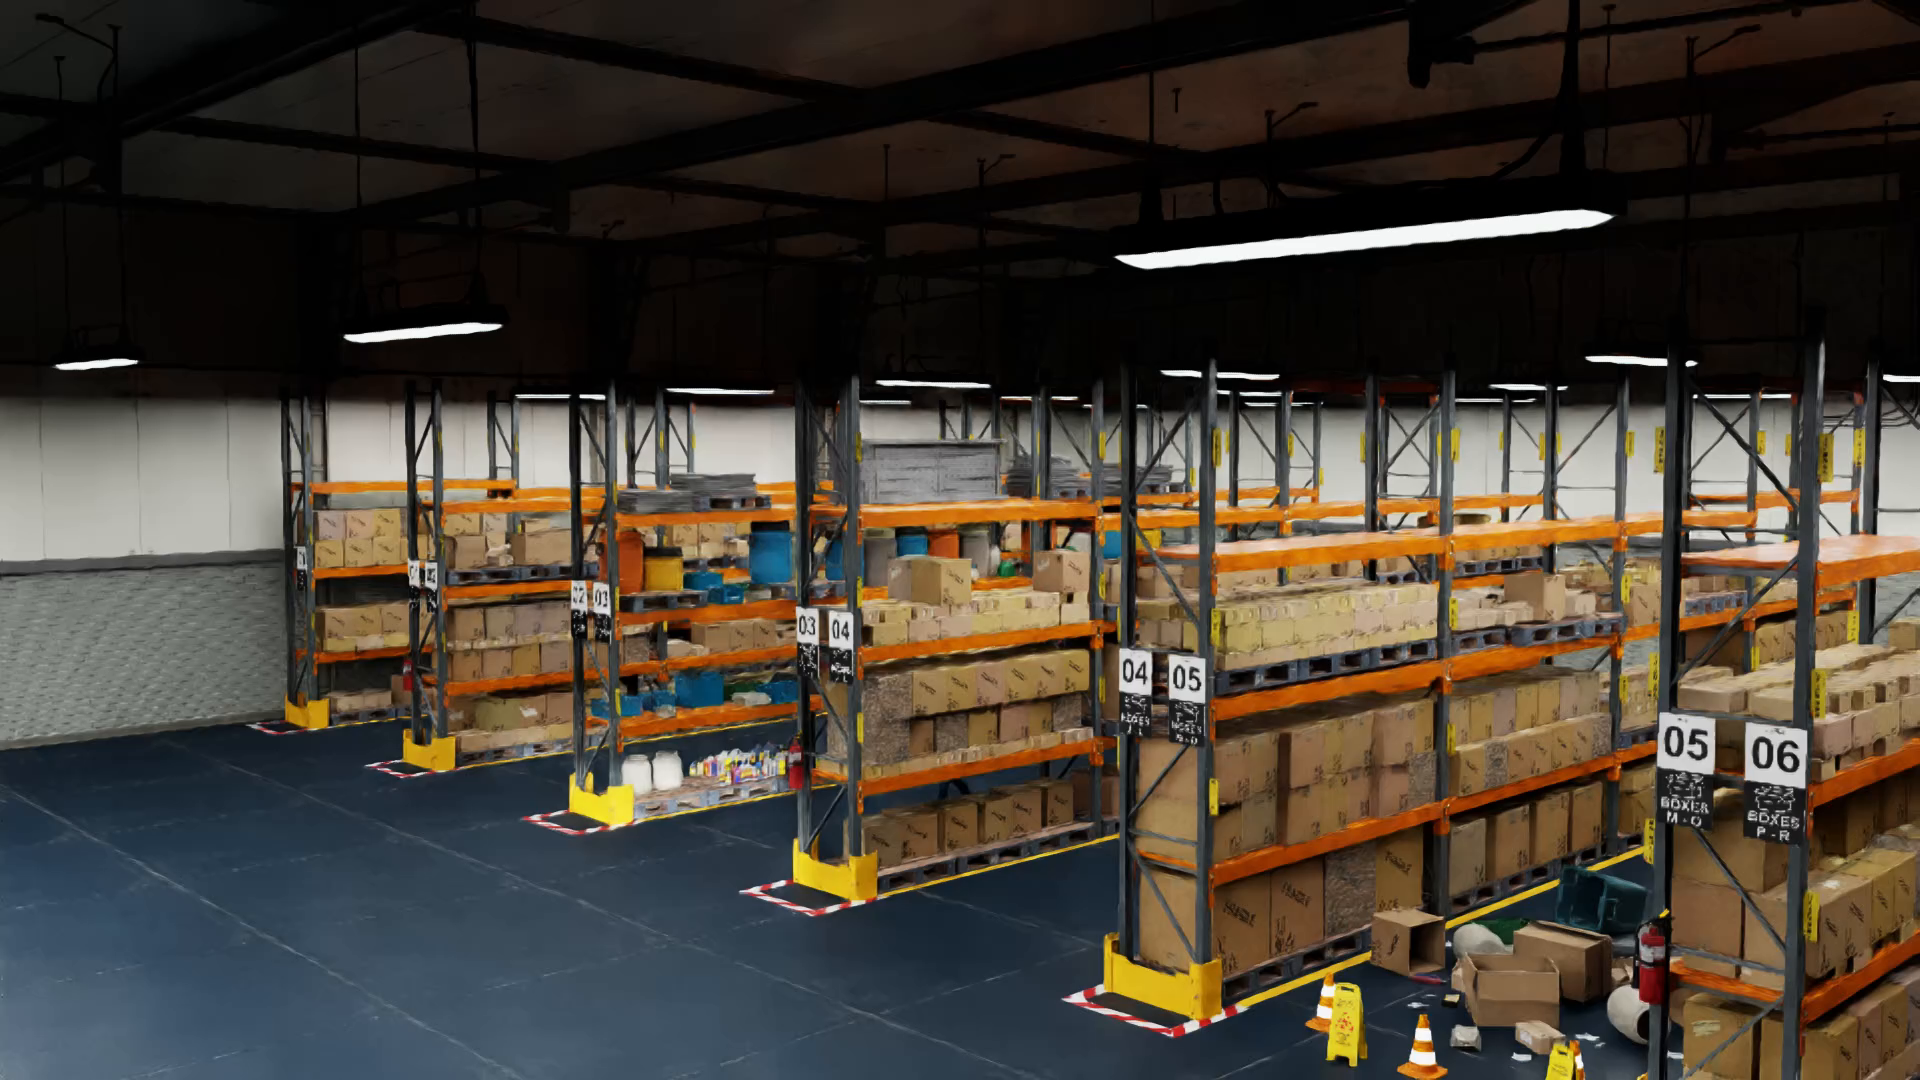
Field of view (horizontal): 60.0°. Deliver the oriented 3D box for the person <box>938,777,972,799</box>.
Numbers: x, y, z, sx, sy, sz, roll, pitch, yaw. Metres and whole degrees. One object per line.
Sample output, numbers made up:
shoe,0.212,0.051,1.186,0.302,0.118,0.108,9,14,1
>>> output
person,-0.166,2.958,22.427,1.037,1.517,0.417,-3,5,-41
